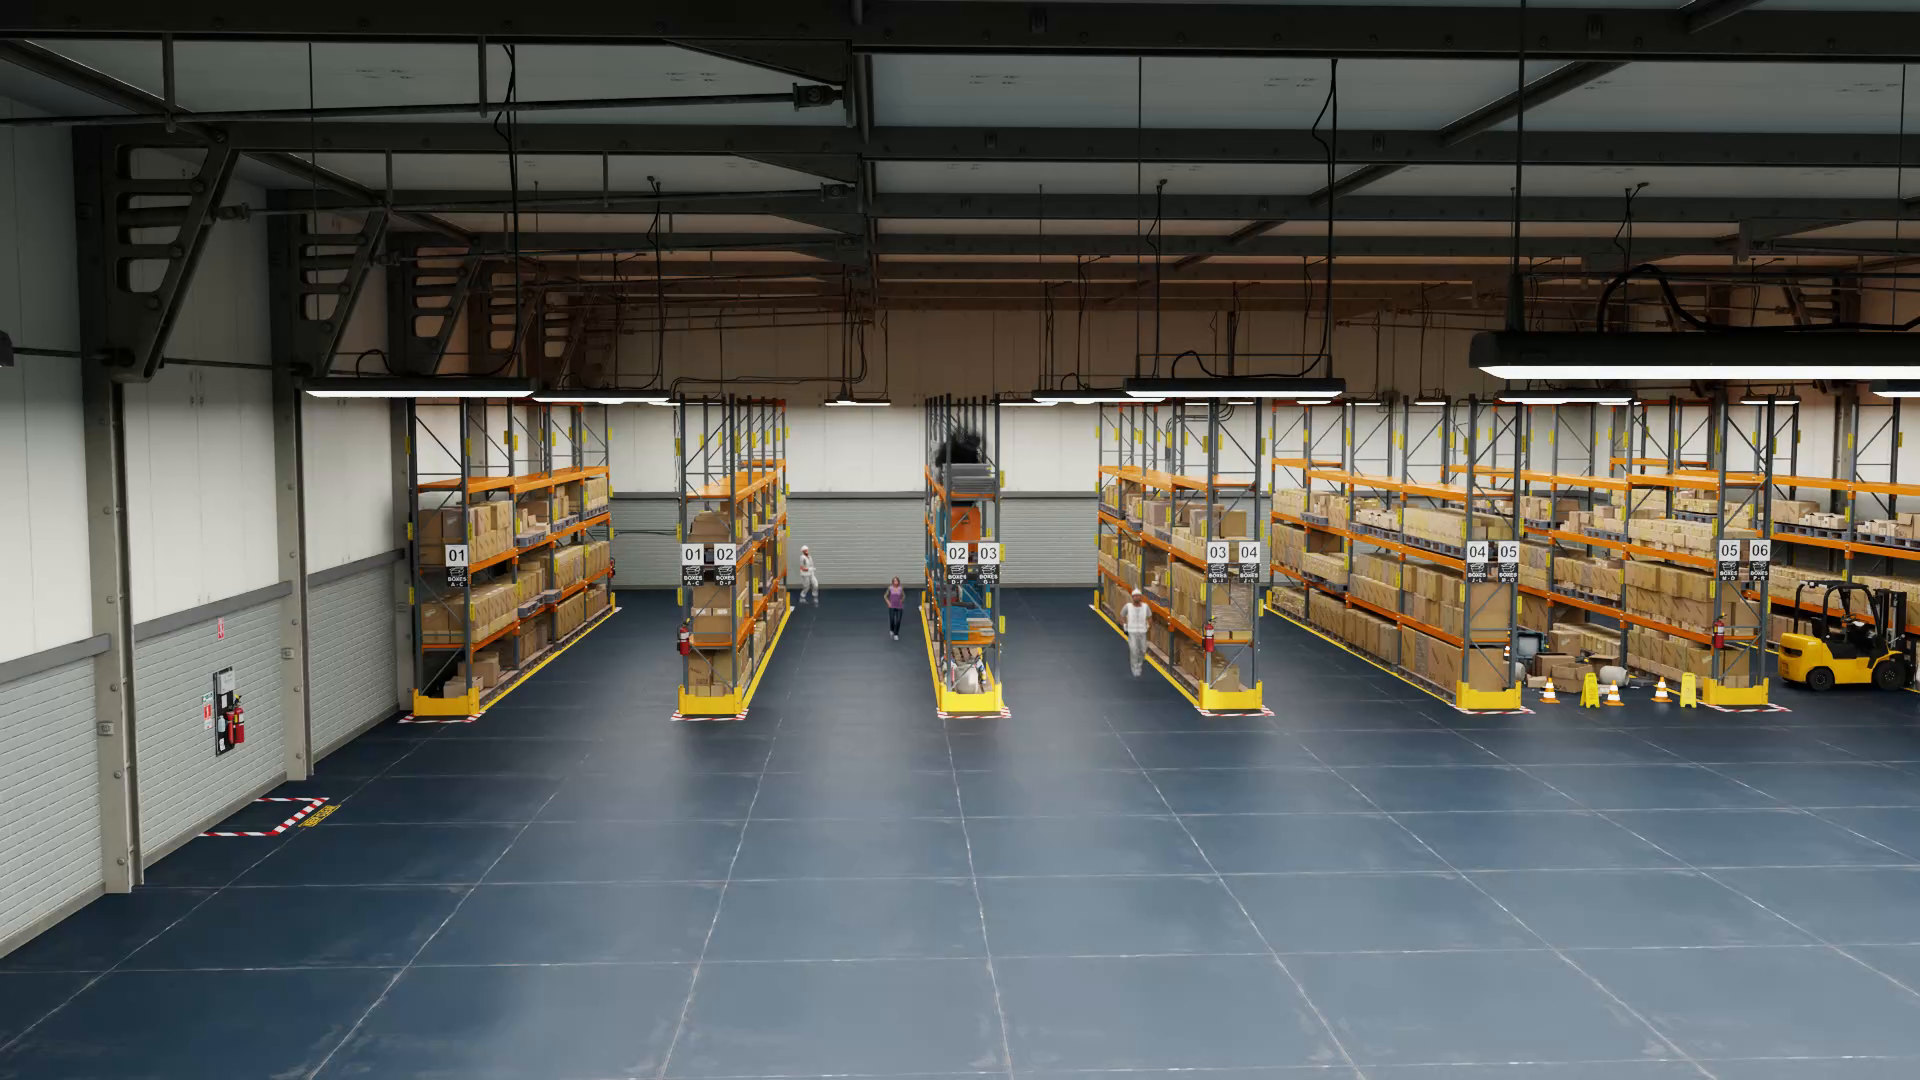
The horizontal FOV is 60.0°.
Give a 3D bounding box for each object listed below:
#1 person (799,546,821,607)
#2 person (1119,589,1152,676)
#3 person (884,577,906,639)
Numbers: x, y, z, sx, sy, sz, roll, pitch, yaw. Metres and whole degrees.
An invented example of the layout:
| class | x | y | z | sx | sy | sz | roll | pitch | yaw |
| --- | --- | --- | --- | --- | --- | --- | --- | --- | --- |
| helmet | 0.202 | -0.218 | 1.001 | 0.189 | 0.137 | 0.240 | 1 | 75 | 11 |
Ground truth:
| class | x | y | z | sx | sy | sz | roll | pitch | yaw |
| --- | --- | --- | --- | --- | --- | --- | --- | --- | --- |
| person | -4.435 | 1.063 | 47.929 | 0.724 | 1.820 | 0.653 | 3 | 6 | 36 |
| person | 3.594 | 1.885 | 33.891 | 0.688 | 1.750 | 0.656 | 0 | 5 | -3 |
| person | -1.591 | 1.692 | 41.038 | 0.527 | 1.560 | 0.551 | -1 | 5 | -7 |
